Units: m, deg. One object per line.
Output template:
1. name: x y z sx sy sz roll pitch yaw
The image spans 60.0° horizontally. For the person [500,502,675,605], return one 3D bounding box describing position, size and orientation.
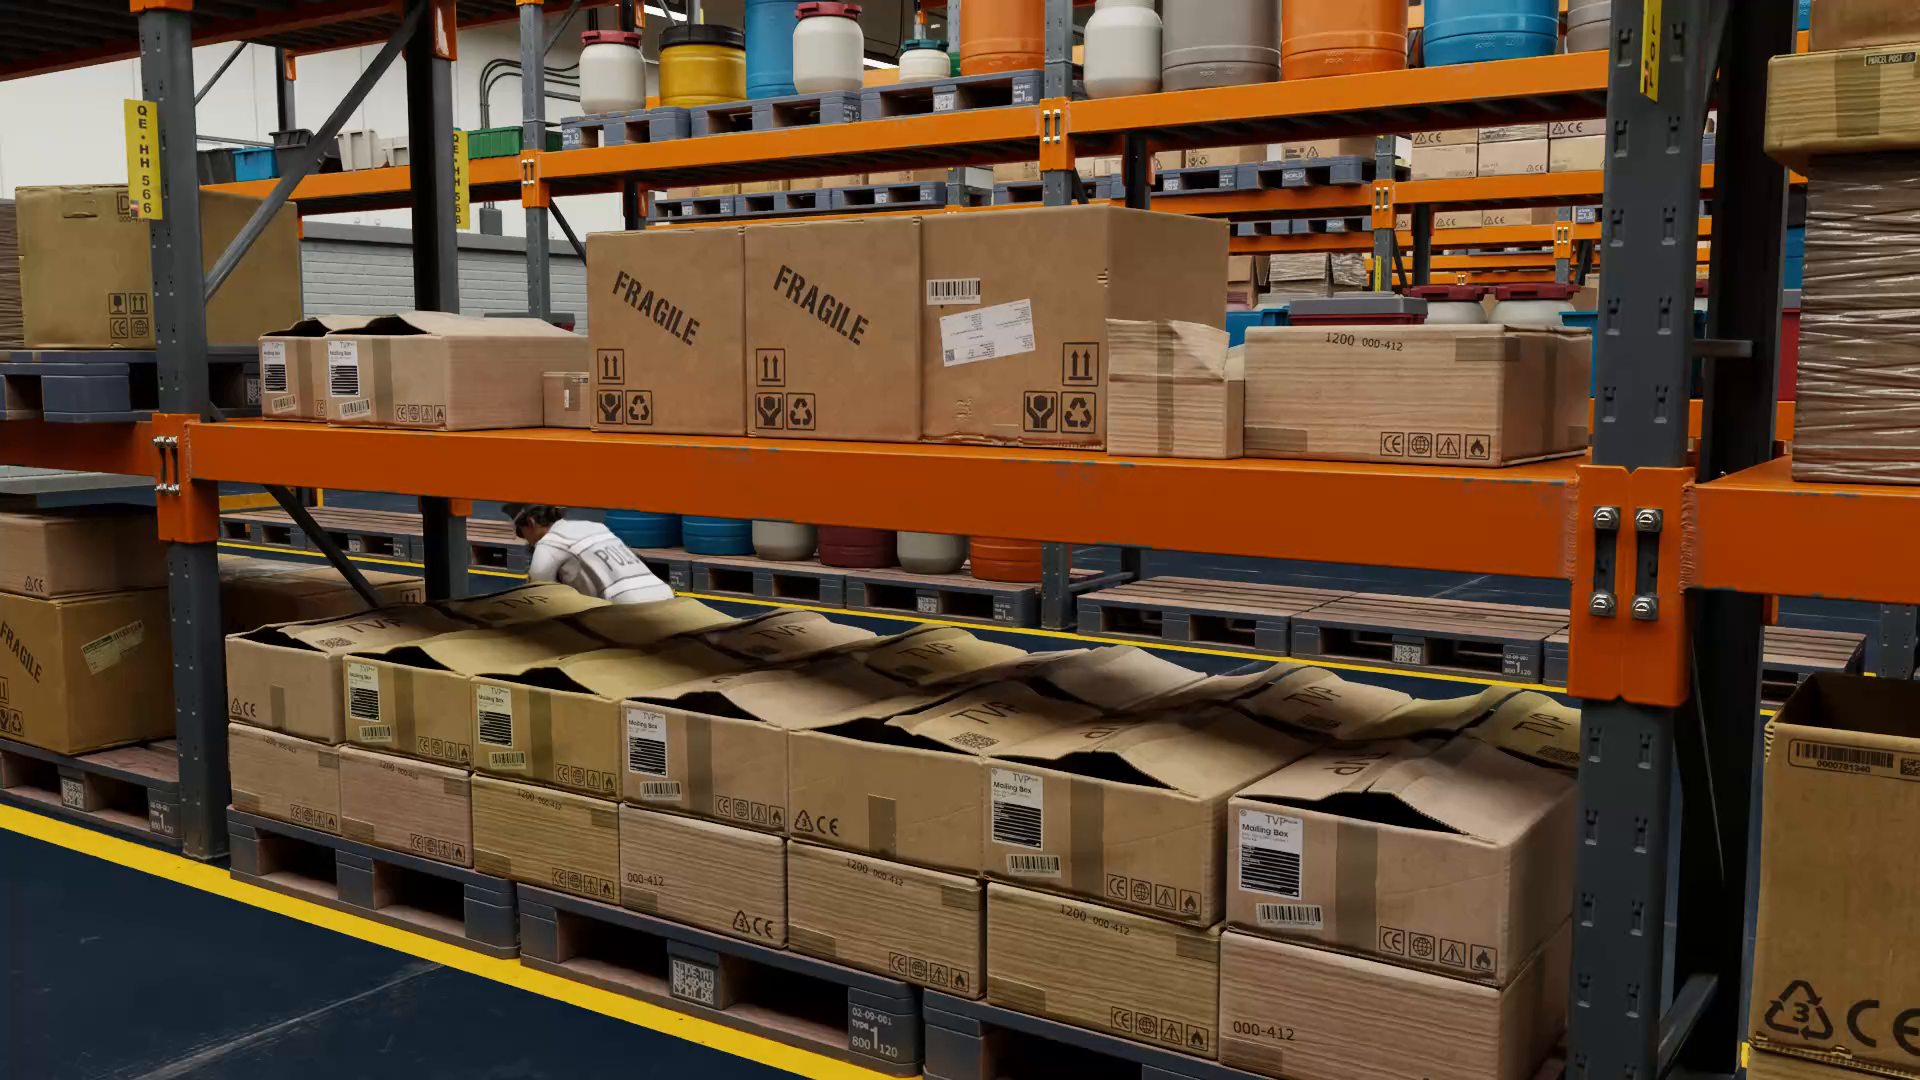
1. person: -1.541 0.260 6.839 0.829 0.978 0.470 4 8 33
